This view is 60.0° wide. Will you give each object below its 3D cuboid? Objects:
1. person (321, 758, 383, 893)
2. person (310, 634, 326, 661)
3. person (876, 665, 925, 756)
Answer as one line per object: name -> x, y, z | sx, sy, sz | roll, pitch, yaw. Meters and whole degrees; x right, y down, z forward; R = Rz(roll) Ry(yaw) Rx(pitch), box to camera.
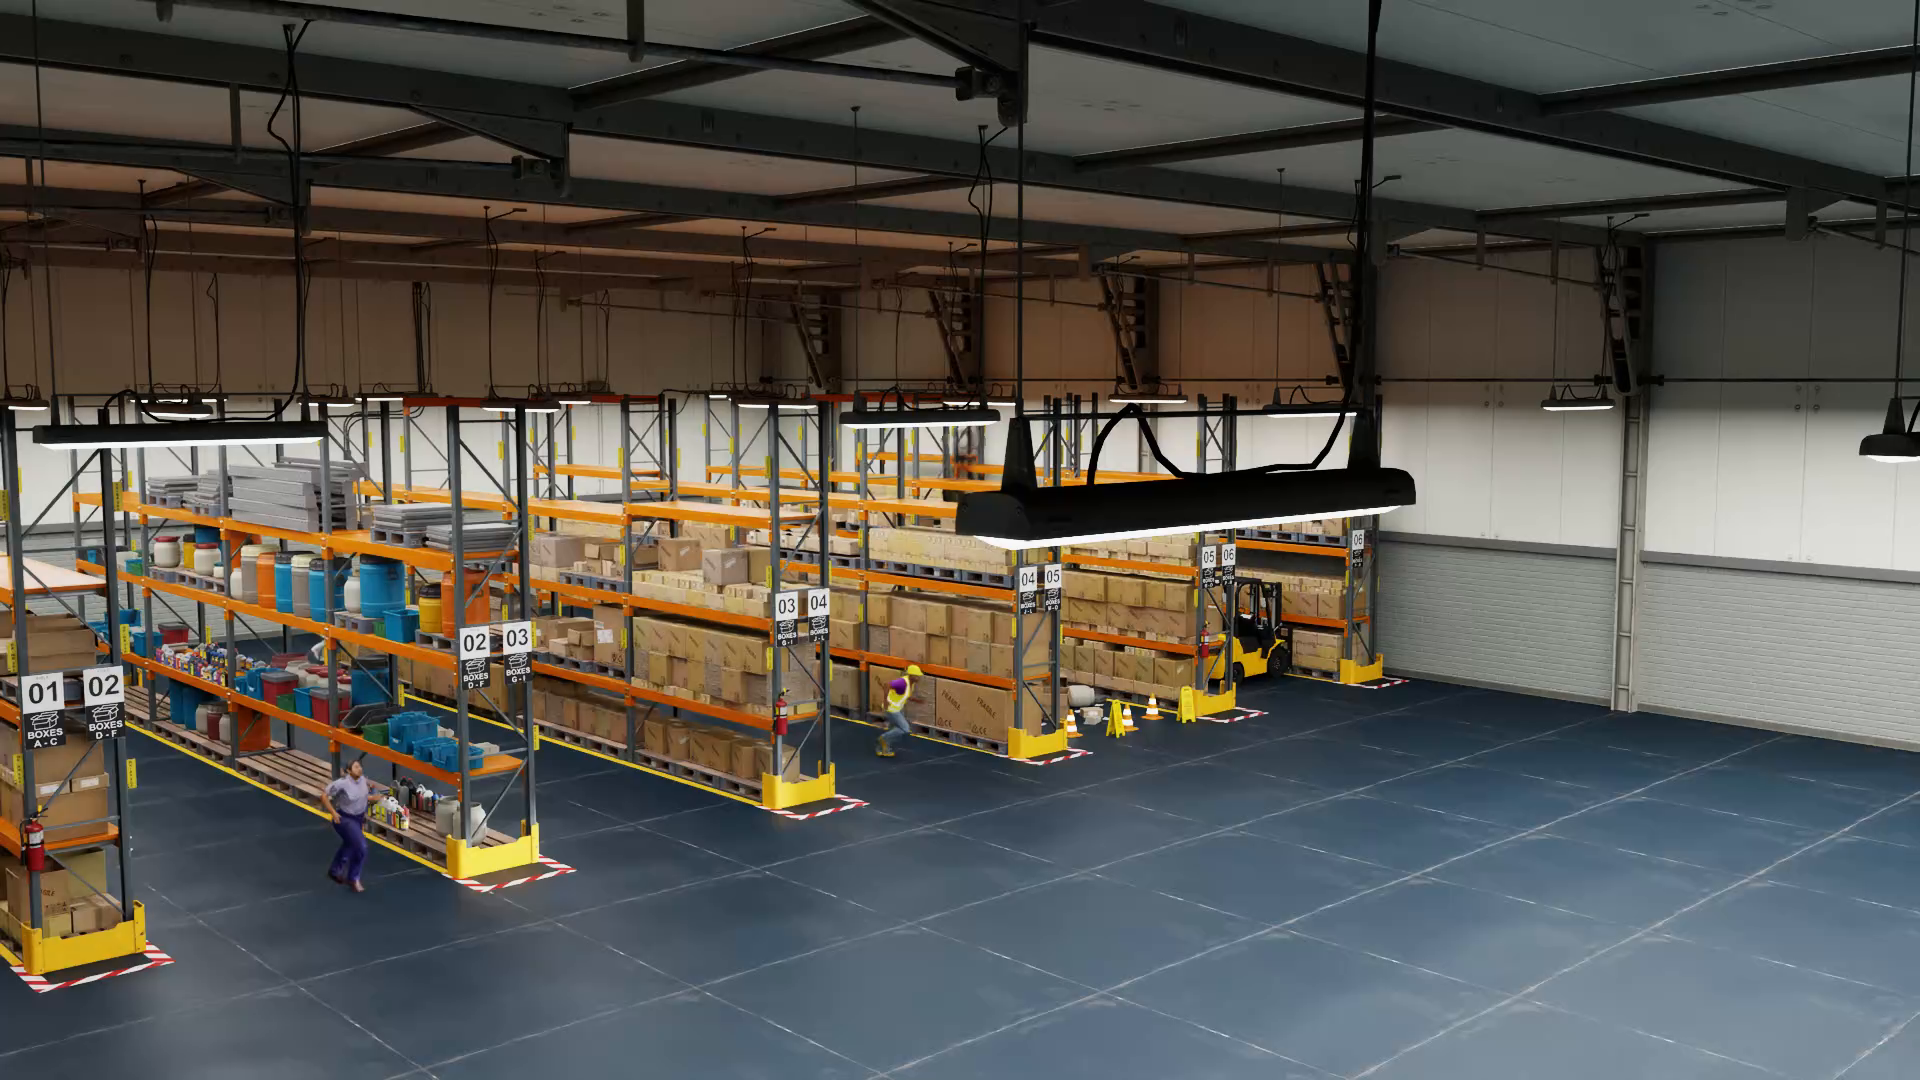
person -> -7.560, 3.540, 20.647 | 0.768, 1.700, 0.601 | 1, 6, 15
person -> -14.191, 1.940, 37.113 | 0.747, 1.627, 0.758 | 3, 6, 26
person -> -1.017, 2.864, 27.757 | 0.838, 1.578, 0.735 | 2, 6, 17
